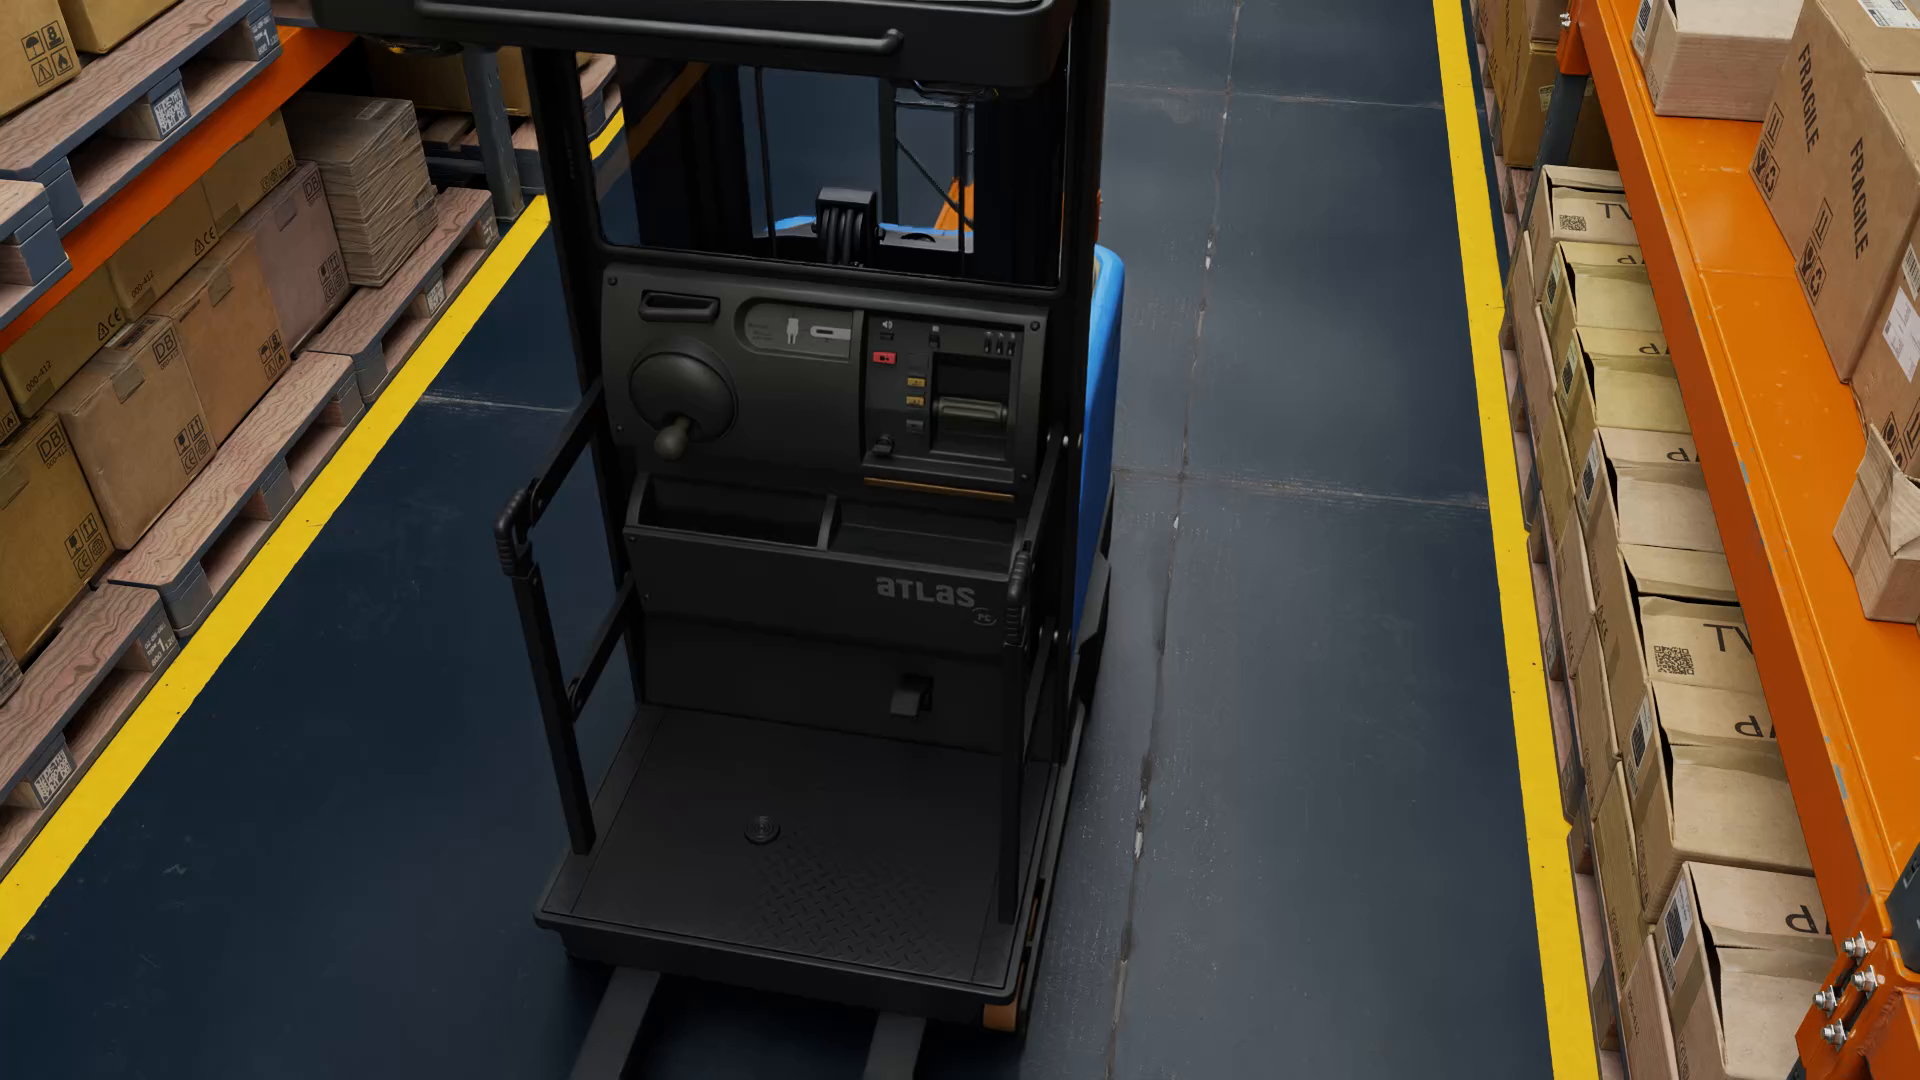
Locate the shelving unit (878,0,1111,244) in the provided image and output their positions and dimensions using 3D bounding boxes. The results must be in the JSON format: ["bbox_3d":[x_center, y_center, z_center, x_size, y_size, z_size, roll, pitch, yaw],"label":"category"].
[{"bbox_3d":[0.131,-0.981,5.259,0.587,1.500,1.083,7,40,9],"label":"shelving unit"}]

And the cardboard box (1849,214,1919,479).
[{"bbox_3d":[2.117,-0.345,3.235,0.500,0.500,0.500,9,40,11],"label":"cardboard box"}]

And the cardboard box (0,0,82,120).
[{"bbox_3d":[-2.694,-1.330,4.081,0.700,0.500,0.500,12,41,14],"label":"cardboard box"}]

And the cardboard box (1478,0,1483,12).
[{"bbox_3d":[2.762,-2.797,7.896,0.500,0.500,0.500,7,40,8],"label":"cardboard box"}]

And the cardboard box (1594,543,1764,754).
[{"bbox_3d":[1.837,0.260,3.970,0.500,0.311,0.500,6,40,8],"label":"cardboard box"}]

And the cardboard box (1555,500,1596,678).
[{"bbox_3d":[1.930,0.152,4.540,0.500,0.250,0.500,7,40,9],"label":"cardboard box"}]

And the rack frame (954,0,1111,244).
[{"bbox_3d":[0.228,-1.293,5.637,0.500,1.500,0.032,7,40,9],"label":"rack frame"}]

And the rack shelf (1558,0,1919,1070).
[{"bbox_3d":[2.223,-0.474,4.033,1.077,0.370,4.000,6,40,8],"label":"rack shelf"}]

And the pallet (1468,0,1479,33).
[{"bbox_3d":[3.158,-2.927,8.625,1.003,0.211,1.213,6,40,8],"label":"pallet"}]

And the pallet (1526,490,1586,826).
[{"bbox_3d":[2.175,0.344,4.668,1.003,0.211,1.213,6,40,8],"label":"pallet"}]

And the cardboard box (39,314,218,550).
[{"bbox_3d":[-2.724,-0.355,4.942,0.700,0.500,0.500,7,40,8],"label":"cardboard box"}]

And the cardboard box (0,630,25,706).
[{"bbox_3d":[-2.892,0.290,4.161,0.700,0.500,0.500,8,40,9],"label":"cardboard box"}]

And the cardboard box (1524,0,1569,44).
[{"bbox_3d":[2.505,-2.150,6.524,0.500,0.250,0.500,8,40,9],"label":"cardboard box"}]

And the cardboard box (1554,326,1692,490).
[{"bbox_3d":[2.016,-0.378,4.741,0.500,0.311,0.500,5,40,6],"label":"cardboard box"}]

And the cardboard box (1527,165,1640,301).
[{"bbox_3d":[2.189,-1.028,5.528,0.500,0.311,0.500,8,40,9],"label":"cardboard box"}]

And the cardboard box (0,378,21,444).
[{"bbox_3d":[-2.819,-0.275,4.257,0.500,0.250,0.500,6,40,7],"label":"cardboard box"}]

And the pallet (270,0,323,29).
[{"bbox_3d":[-2.329,-2.017,5.486,1.213,0.211,1.003,6,40,8],"label":"pallet"}]

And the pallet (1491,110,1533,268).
[{"bbox_3d":[2.735,-1.396,6.773,1.003,0.211,1.213,6,40,8],"label":"pallet"}]

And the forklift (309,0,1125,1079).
[{"bbox_3d":[-0.328,-0.250,3.253,1.130,2.935,3.031,7,40,9],"label":"forklift"}]

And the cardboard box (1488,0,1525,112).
[{"bbox_3d":[2.589,-2.150,7.113,0.500,0.500,0.500,5,40,6],"label":"cardboard box"}]

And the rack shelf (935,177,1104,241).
[{"bbox_3d":[0.129,-0.836,5.367,0.538,0.185,1.000,7,40,9],"label":"rack shelf"}]

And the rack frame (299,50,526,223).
[{"bbox_3d":[-2.311,-2.550,5.980,1.000,3.000,0.127,6,40,8],"label":"rack frame"}]

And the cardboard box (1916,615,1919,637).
[{"bbox_3d":[1.919,0.248,2.713,0.500,0.250,0.500,9,40,10],"label":"cardboard box"}]

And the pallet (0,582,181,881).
[{"bbox_3d":[-2.870,0.546,4.424,1.003,0.211,1.213,6,40,8],"label":"pallet"}]

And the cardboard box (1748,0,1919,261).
[{"bbox_3d":[2.295,-0.990,4.015,0.500,0.500,0.500,4,40,5],"label":"cardboard box"}]

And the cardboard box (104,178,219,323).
[{"bbox_3d":[-2.628,-0.913,5.029,0.500,0.250,0.500,6,40,7],"label":"cardboard box"}]

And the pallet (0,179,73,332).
[{"bbox_3d":[-2.727,-0.429,3.566,1.003,0.211,1.213,6,40,8],"label":"pallet"}]

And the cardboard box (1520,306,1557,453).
[{"bbox_3d":[2.103,-0.496,5.325,0.500,0.250,0.500,5,40,6],"label":"cardboard box"}]

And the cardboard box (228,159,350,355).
[{"bbox_3d":[-2.588,-0.988,5.708,0.700,0.500,0.500,6,40,8],"label":"cardboard box"}]

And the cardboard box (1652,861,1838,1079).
[{"bbox_3d":[1.664,0.900,3.195,0.500,0.311,0.500,6,40,8],"label":"cardboard box"}]

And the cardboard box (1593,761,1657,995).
[{"bbox_3d":[1.752,0.793,3.766,0.500,0.250,0.500,6,40,7],"label":"cardboard box"}]

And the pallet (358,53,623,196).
[{"bbox_3d":[-2.100,-1.962,7.457,1.003,0.211,1.213,6,40,8],"label":"pallet"}]
